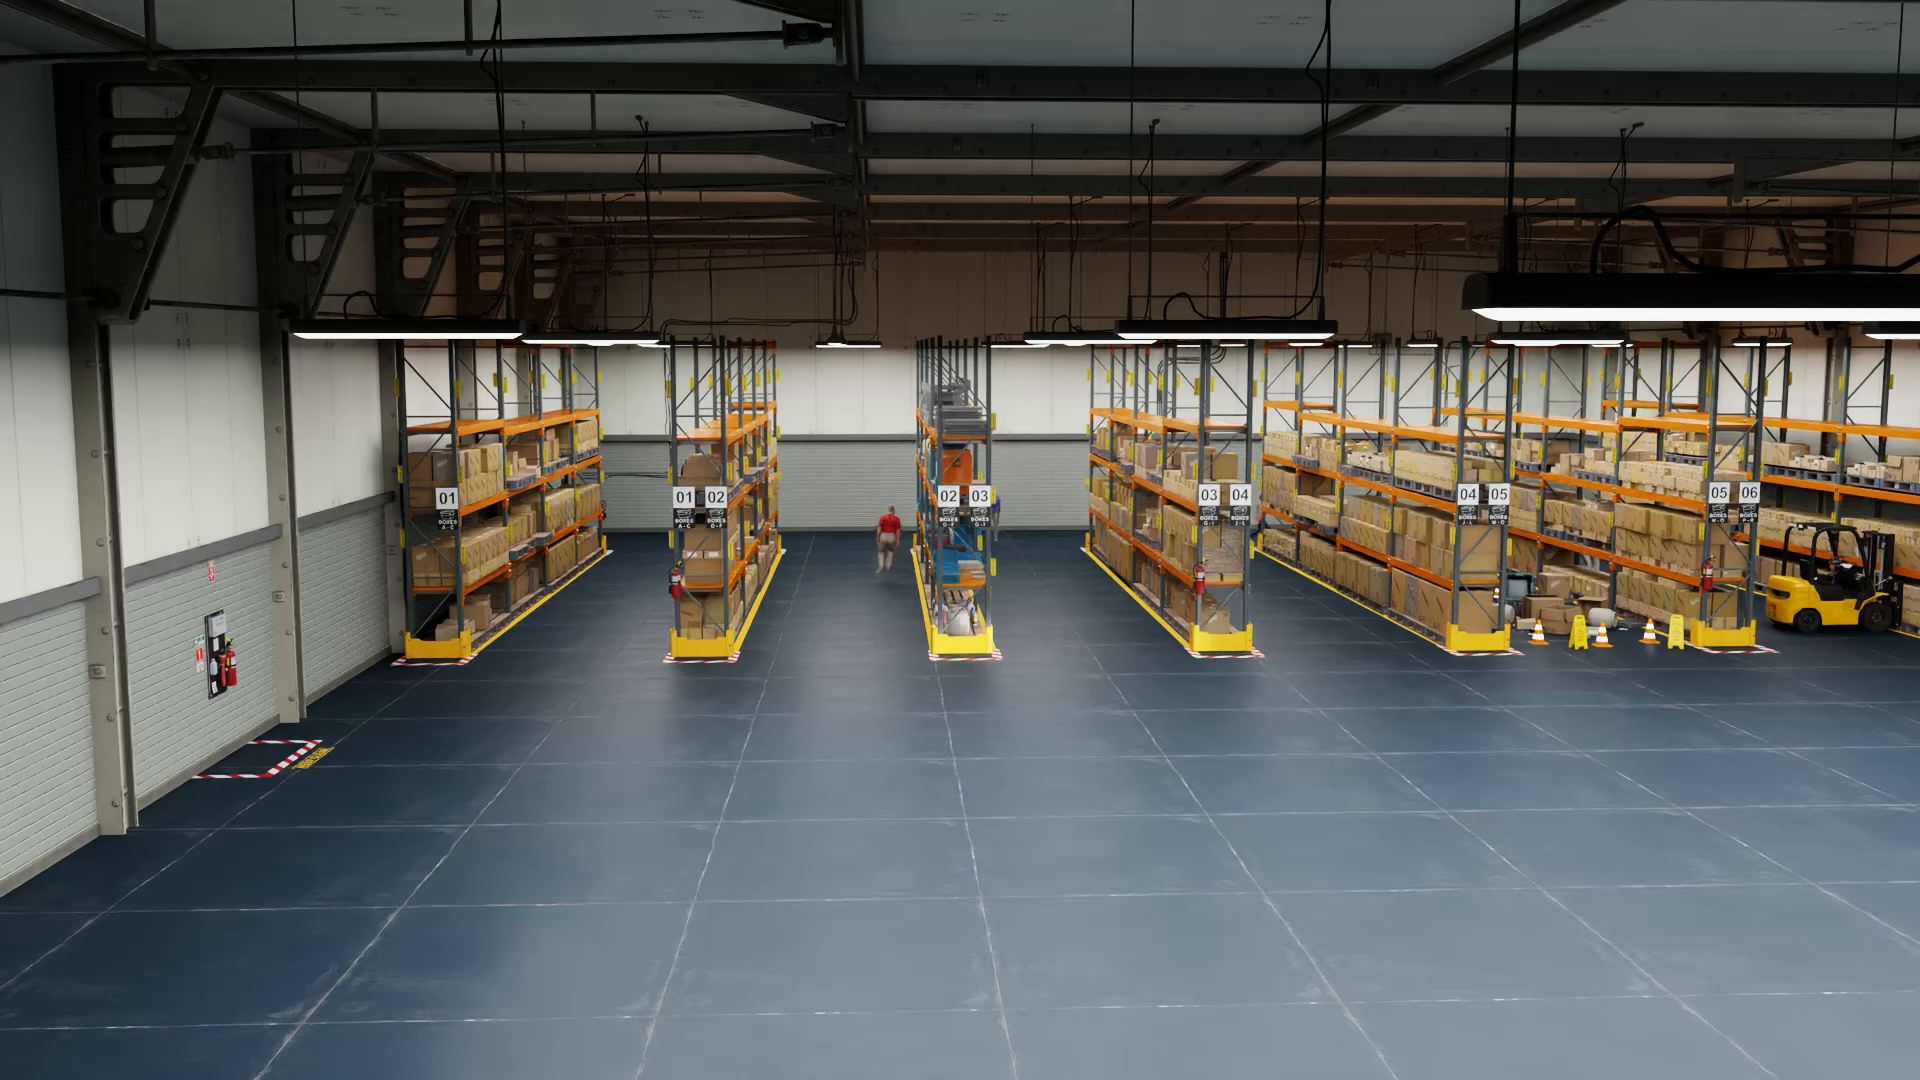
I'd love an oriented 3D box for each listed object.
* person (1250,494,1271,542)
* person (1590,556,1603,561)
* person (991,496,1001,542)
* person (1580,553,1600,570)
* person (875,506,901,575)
[{"bbox_3d":[8.914,-0.621,49.236,0.891,1.504,0.413,2,7,16],"label":"person"},{"bbox_3d":[17.537,-0.226,45.453,0.495,1.684,0.595,-4,8,-31],"label":"person"},{"bbox_3d":[0.991,-0.785,50.135,0.470,1.595,1.045,0,7,-3],"label":"person"},{"bbox_3d":[16.224,-0.005,42.638,0.599,1.785,0.405,-3,7,-26],"label":"person"},{"bbox_3d":[-1.792,0.003,41.238,0.655,1.728,0.478,0,6,0],"label":"person"}]
